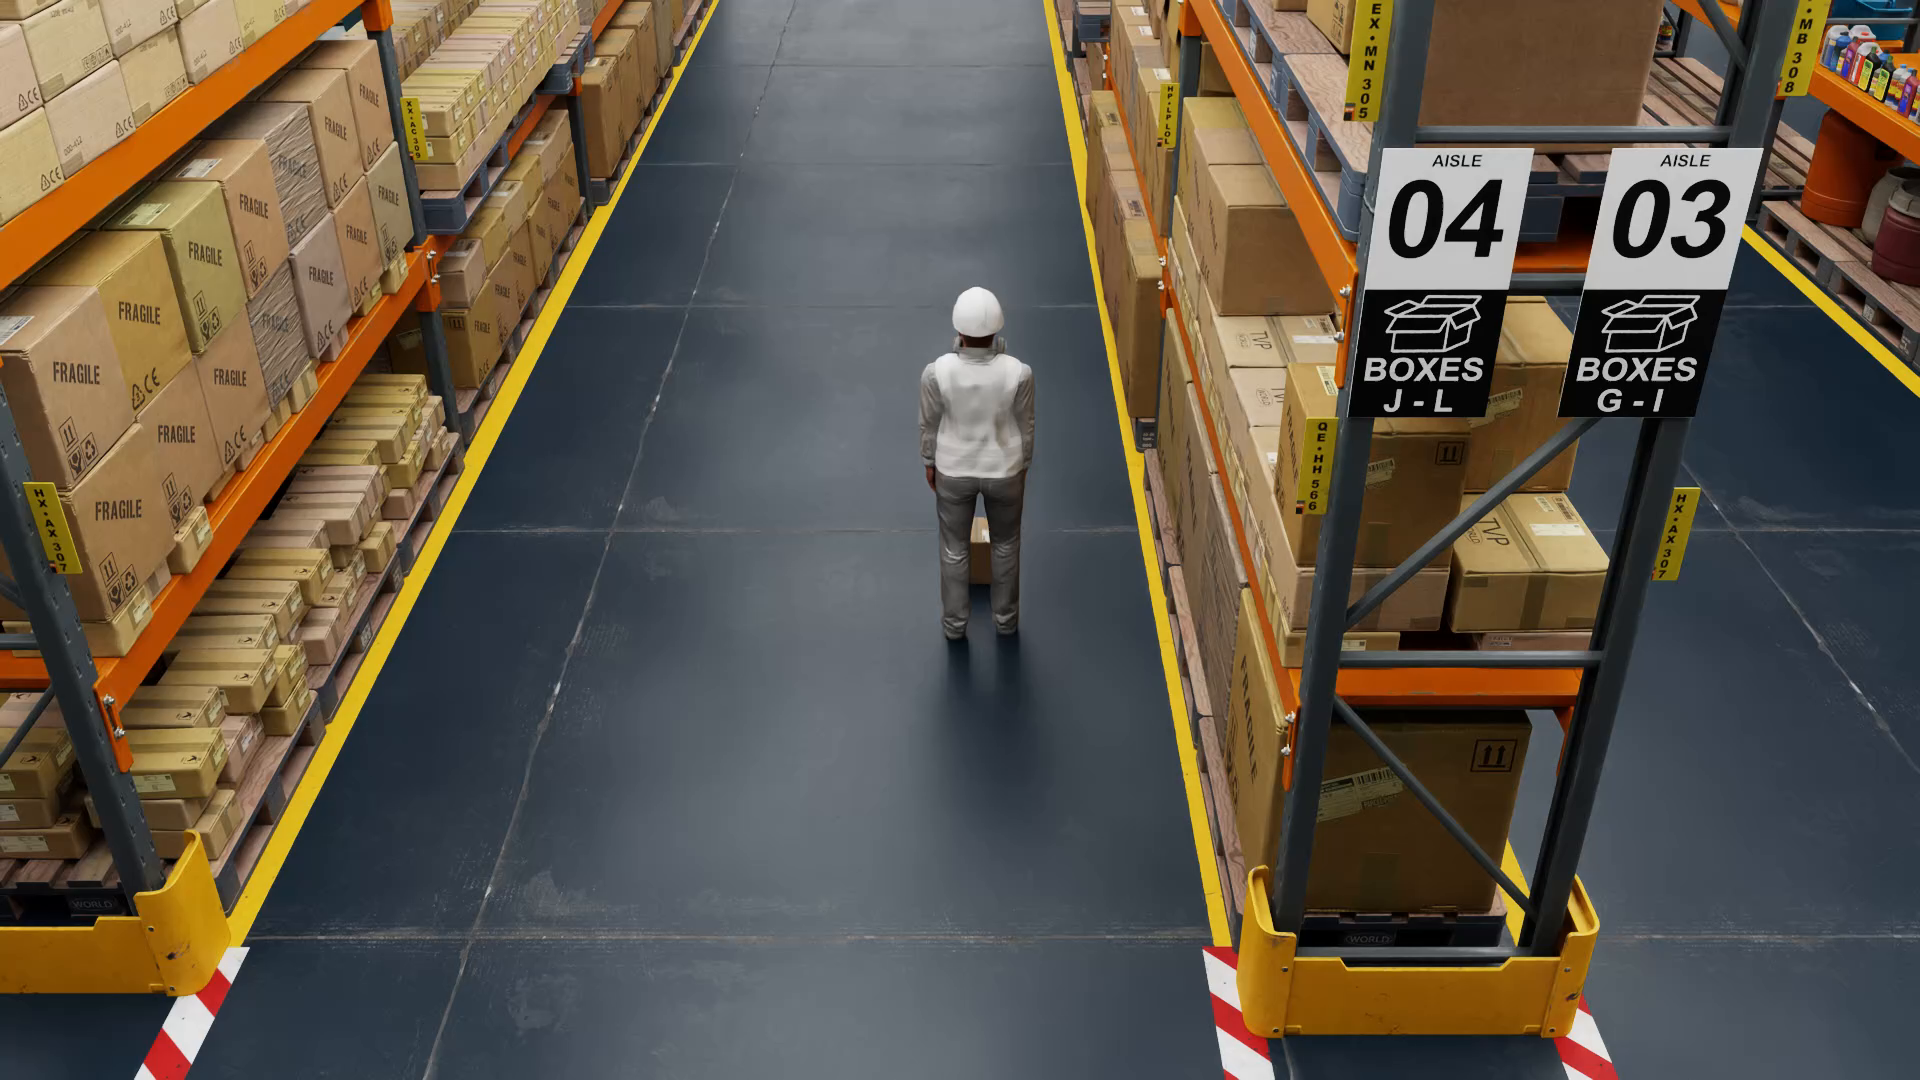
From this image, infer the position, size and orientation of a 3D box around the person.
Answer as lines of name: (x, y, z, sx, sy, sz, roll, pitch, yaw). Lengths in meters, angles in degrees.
person: (0.076, -0.347, 7.689, 0.531, 1.768, 0.365, 1, 31, 1)
